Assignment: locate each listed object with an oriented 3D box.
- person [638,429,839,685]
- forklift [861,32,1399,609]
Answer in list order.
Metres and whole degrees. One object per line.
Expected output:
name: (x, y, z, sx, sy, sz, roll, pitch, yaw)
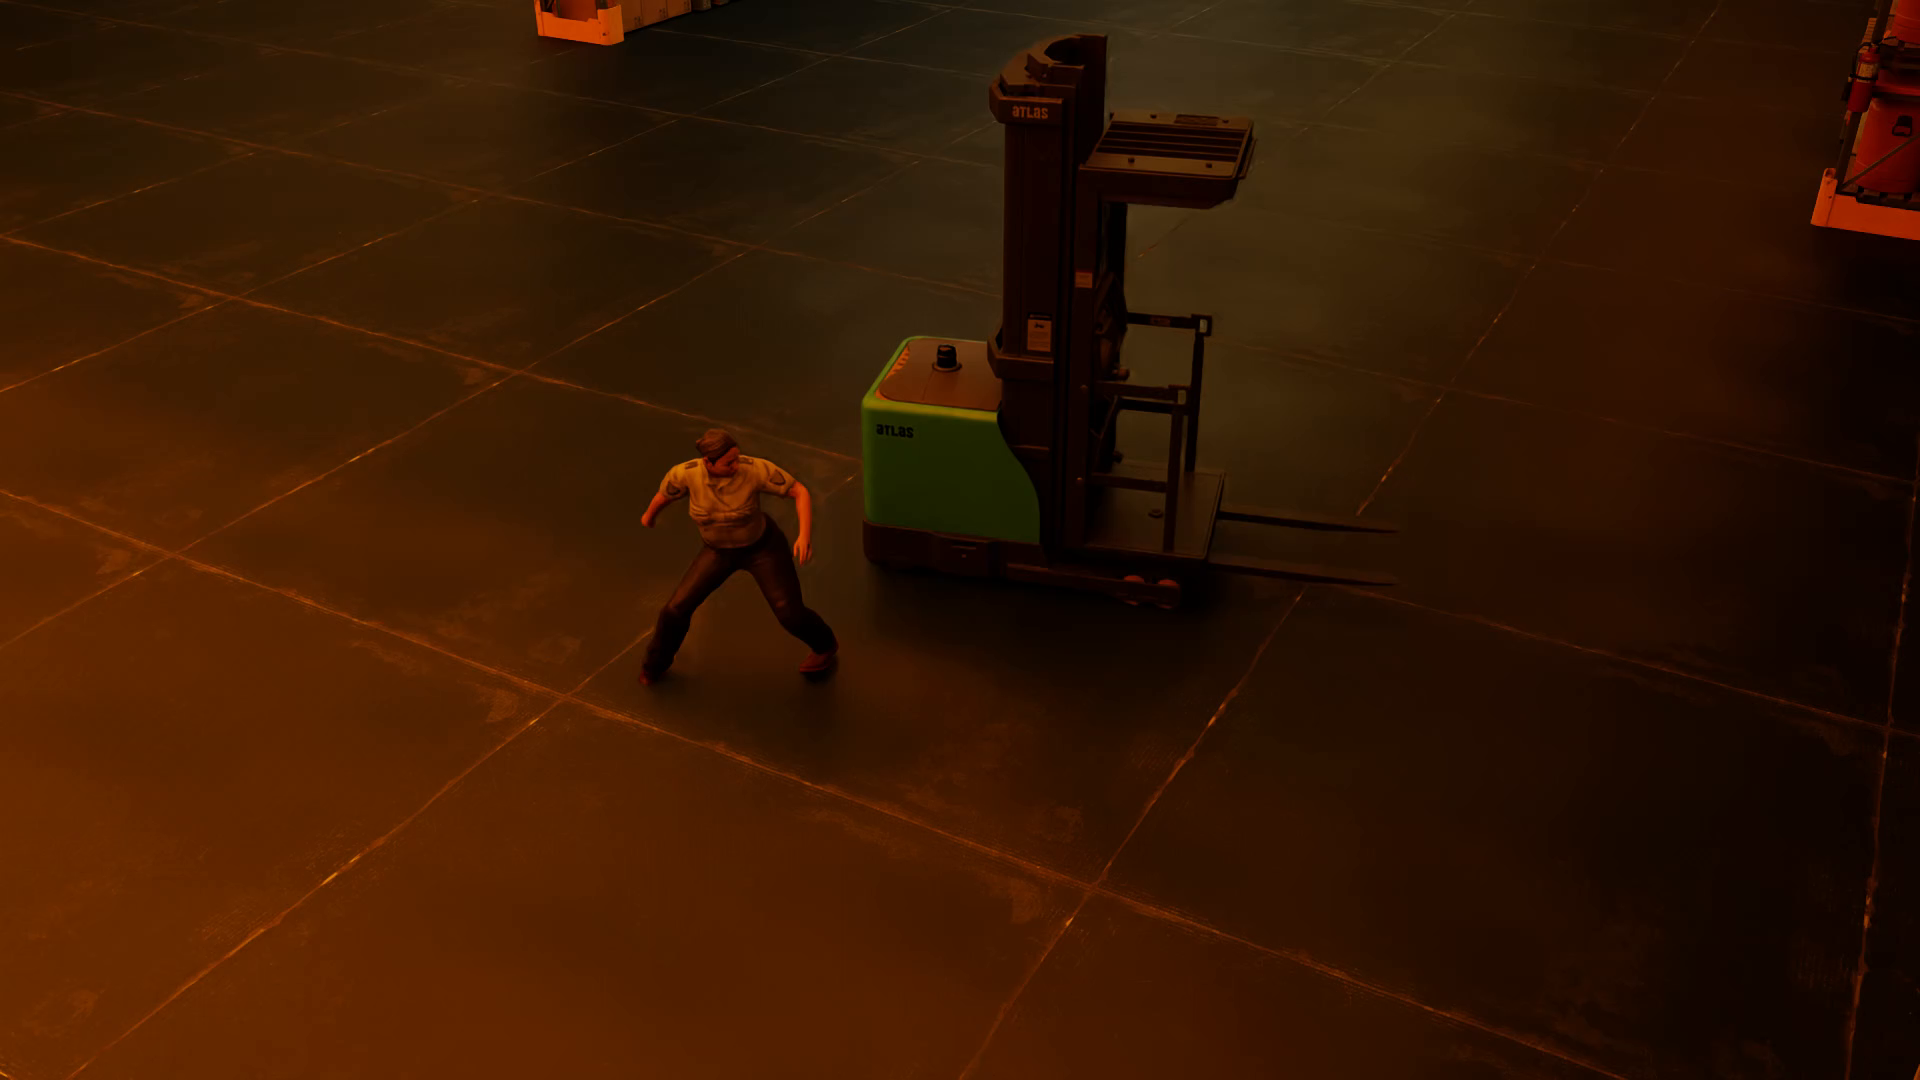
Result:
person: (-1.189, 0.115, 8.441, 1.028, 1.610, 0.528, 5, 30, 9)
forklift: (1.008, -1.174, 9.105, 3.031, 2.935, 1.130, 7, 31, 12)
